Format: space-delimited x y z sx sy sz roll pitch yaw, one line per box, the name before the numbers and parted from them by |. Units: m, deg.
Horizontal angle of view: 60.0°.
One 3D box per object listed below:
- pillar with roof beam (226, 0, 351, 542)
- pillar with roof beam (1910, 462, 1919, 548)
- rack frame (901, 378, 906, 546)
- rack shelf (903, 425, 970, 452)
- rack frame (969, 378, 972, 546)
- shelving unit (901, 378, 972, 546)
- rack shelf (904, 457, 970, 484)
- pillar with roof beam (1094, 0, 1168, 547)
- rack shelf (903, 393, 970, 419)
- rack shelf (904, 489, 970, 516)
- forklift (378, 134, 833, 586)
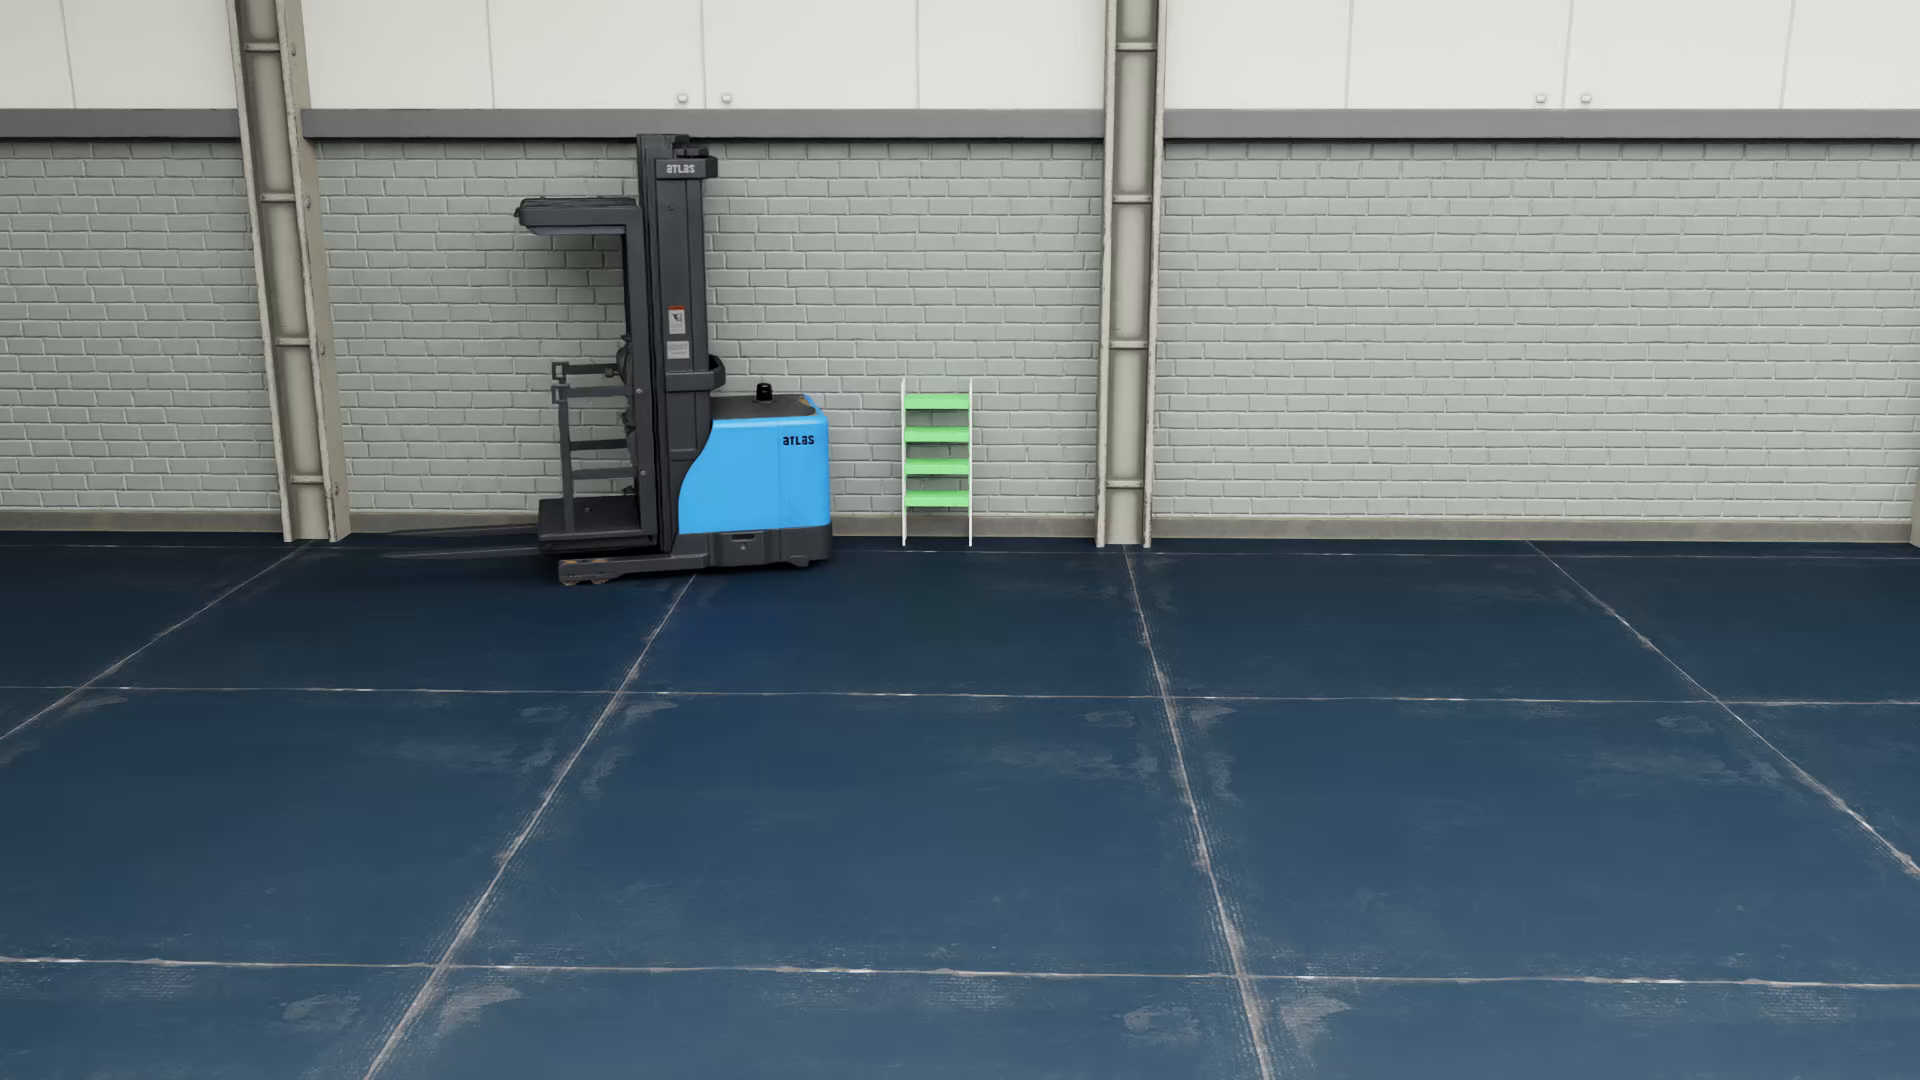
pillar with roof beam | -4.909 -3.279 7.129 0.400 9.000 9.100 0 15 1
pillar with roof beam | 7.087 -3.201 6.833 0.400 9.000 9.100 0 15 1
rack frame | -0.410 -0.570 12.147 0.015 1.200 0.240 0 15 1
rack shelf | -0.166 -0.740 12.099 0.480 0.148 0.258 0 15 1
rack frame | 0.078 -0.568 12.140 0.015 1.200 0.240 0 15 1
shelving unit | -0.166 -0.569 12.144 0.503 1.200 0.258 0 15 1
rack shelf | -0.166 -0.508 12.160 0.480 0.148 0.258 0 15 1
pillar with roof beam | 1.089 -3.240 6.981 0.400 9.000 9.100 0 15 1
rack shelf | -0.166 -0.972 12.039 0.480 0.148 0.258 0 15 1
rack shelf | -0.166 -0.275 12.220 0.480 0.148 0.258 0 15 1
forklift | -2.462 -1.259 11.365 3.031 2.935 1.130 -3 15 -13
